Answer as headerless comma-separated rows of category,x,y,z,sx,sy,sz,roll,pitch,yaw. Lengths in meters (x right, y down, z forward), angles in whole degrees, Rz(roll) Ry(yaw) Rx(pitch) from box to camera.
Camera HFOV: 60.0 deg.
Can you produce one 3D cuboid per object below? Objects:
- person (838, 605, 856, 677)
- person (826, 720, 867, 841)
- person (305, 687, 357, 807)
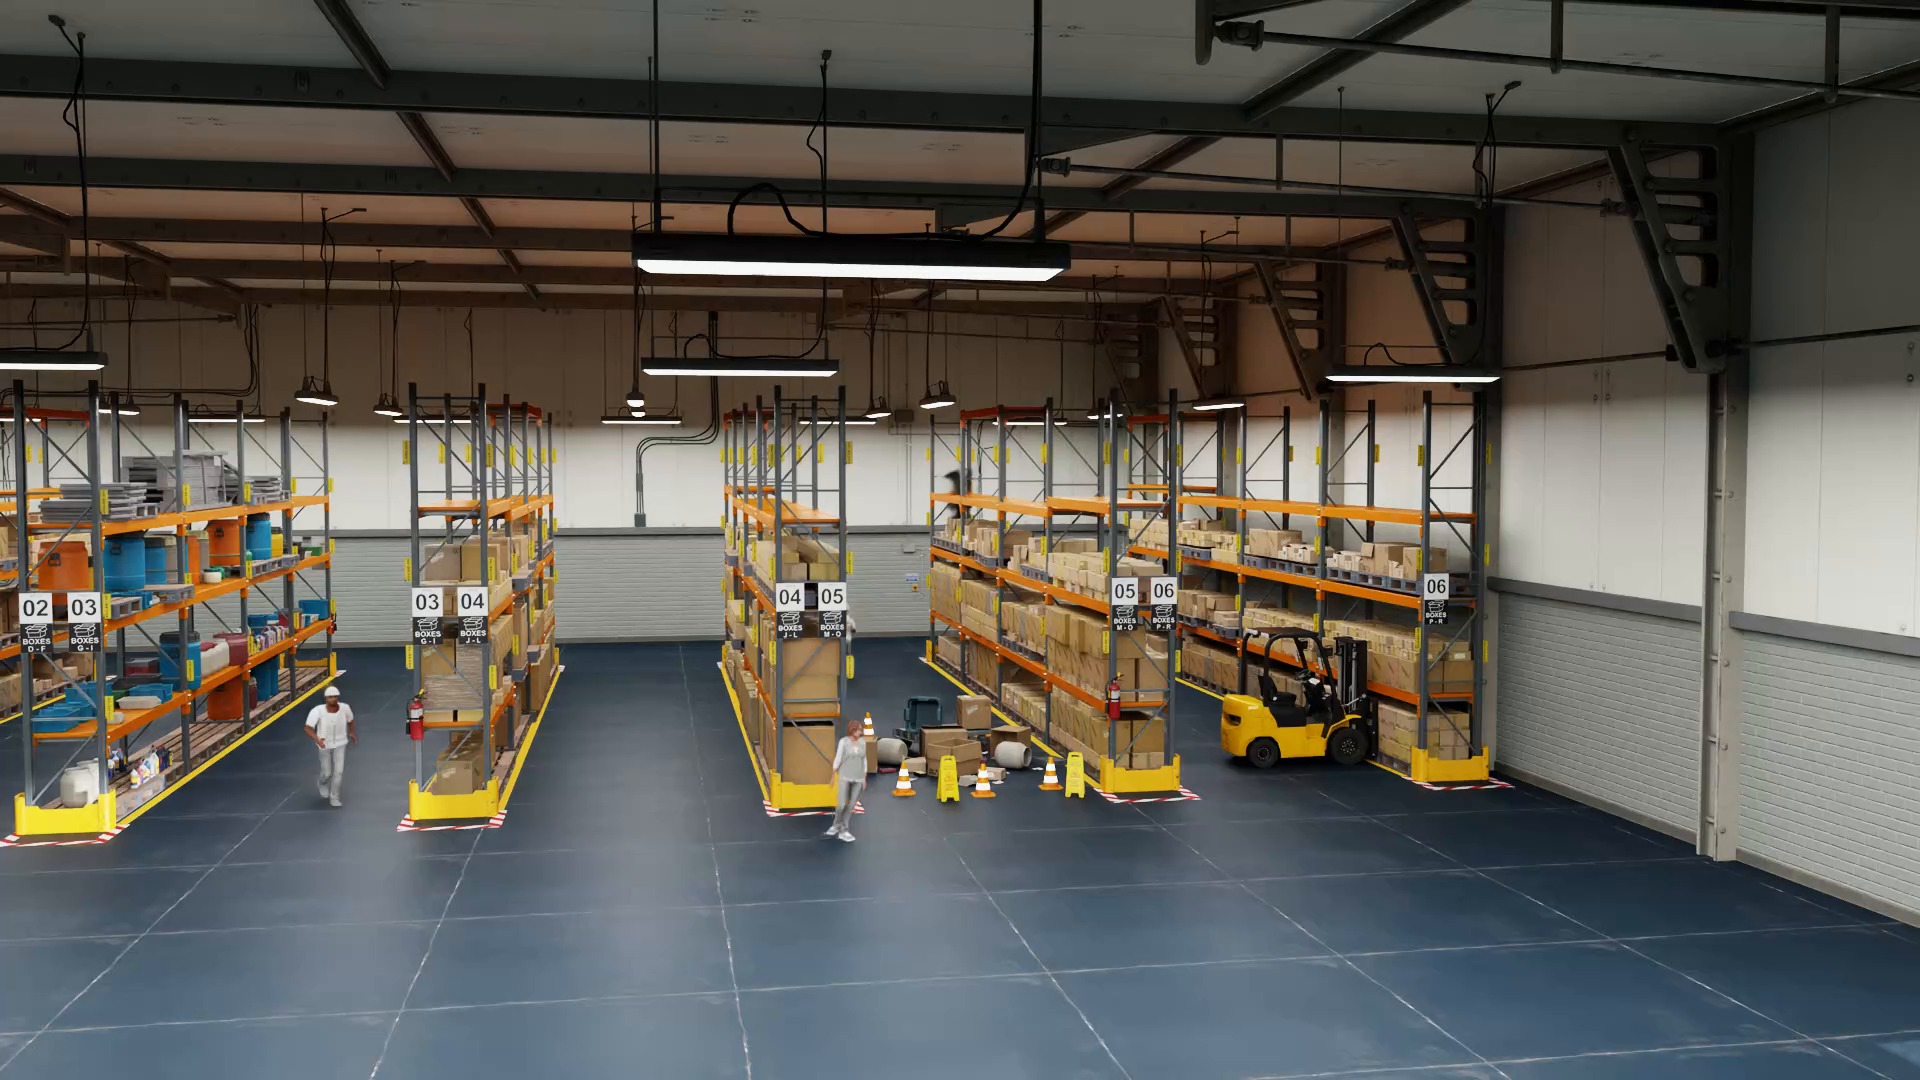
person,-2.614,2.270,37.234,0.595,1.666,0.866,-1,3,-19
person,-1.462,3.110,21.529,0.523,1.579,0.420,-1,3,-26
person,-9.055,2.938,23.889,0.705,1.715,0.781,-2,3,-33
